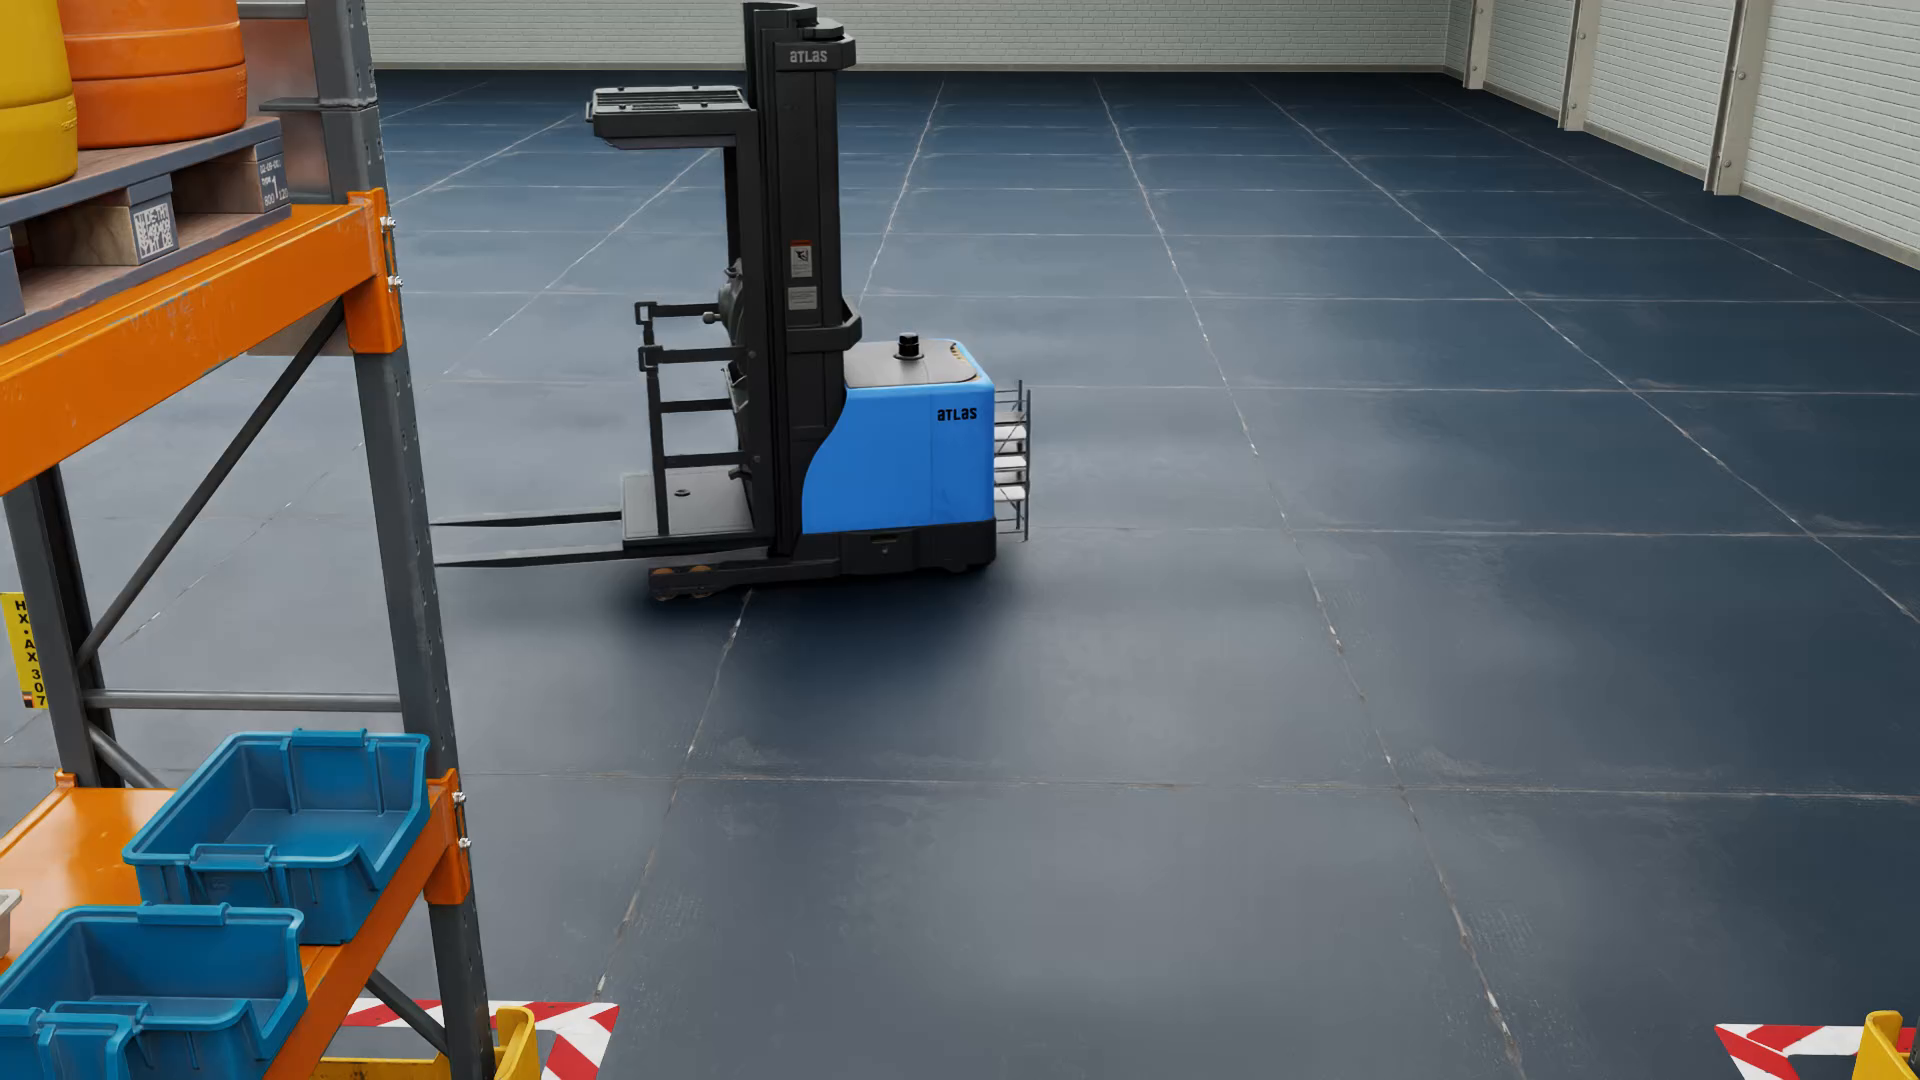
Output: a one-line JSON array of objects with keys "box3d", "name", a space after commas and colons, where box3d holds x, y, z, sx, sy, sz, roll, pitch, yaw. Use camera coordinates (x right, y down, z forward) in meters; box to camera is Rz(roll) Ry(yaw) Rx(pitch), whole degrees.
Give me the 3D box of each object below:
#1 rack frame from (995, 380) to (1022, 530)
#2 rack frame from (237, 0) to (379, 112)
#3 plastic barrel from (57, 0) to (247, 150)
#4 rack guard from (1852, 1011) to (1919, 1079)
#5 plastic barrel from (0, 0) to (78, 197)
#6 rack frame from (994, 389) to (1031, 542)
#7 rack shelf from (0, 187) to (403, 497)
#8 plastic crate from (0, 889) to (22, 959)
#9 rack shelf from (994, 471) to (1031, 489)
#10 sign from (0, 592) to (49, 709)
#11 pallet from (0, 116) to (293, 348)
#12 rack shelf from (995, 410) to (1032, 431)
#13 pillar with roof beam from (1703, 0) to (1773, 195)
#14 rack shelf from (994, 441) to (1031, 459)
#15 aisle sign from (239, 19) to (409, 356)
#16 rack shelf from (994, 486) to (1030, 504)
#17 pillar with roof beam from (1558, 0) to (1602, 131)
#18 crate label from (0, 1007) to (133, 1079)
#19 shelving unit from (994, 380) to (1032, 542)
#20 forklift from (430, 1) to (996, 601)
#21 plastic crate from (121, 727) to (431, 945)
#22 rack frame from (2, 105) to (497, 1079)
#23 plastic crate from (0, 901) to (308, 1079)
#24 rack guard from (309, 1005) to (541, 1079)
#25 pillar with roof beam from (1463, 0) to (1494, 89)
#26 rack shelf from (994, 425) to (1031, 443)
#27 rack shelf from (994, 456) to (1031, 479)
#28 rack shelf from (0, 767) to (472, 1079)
[{"box3d": [0.232, -0.475, 9.509, 0.240, 0.900, 0.006, -4, 22, -11], "name": "rack frame"}, {"box3d": [-1.829, -2.375, 3.209, 1.000, 3.000, 0.127, 1, 21, 2], "name": "rack frame"}, {"box3d": [-1.717, -1.195, 3.142, 0.600, 0.830, 0.708, 1, 21, 2], "name": "plastic barrel"}, {"box3d": [3.122, 1.635, 4.625, 1.175, 0.500, 0.348, 1, 21, 2], "name": "rack guard"}, {"box3d": [-1.737, -0.846, 2.576, 0.600, 0.588, 0.600, 0, 21, 0], "name": "plastic barrel"}, {"box3d": [0.272, -0.403, 9.323, 0.240, 0.900, 0.006, -4, 22, -11], "name": "rack frame"}, {"box3d": [-1.890, 0.082, 2.018, 1.077, 0.370, 4.000, 1, 21, 2], "name": "rack shelf"}, {"box3d": [-2.178, 0.865, 3.517, 0.298, 0.136, 0.250, 1, 21, 2], "name": "plastic crate"}, {"box3d": [0.252, -0.324, 9.461, 0.258, 0.077, 0.200, -4, 22, -11], "name": "rack shelf"}, {"box3d": [-2.379, 0.285, 4.264, 0.100, 0.325, 0.005, 1, 21, 2], "name": "sign"}, {"box3d": [-1.952, -0.590, 3.018, 1.003, 0.211, 1.213, 1, 21, 2], "name": "pallet"}, {"box3d": [0.253, -0.660, 9.331, 0.258, 0.077, 0.200, -4, 22, -11], "name": "rack shelf"}, {"box3d": [5.161, -8.559, 19.147, 9.100, 9.000, 0.400, 1, 21, 2], "name": "pillar with roof beam"}, {"box3d": [0.252, -0.492, 9.396, 0.258, 0.077, 0.200, -4, 22, -11], "name": "rack shelf"}, {"box3d": [-1.530, -0.813, 3.883, 0.394, 0.787, 0.004, 1, 21, 2], "name": "aisle sign"}, {"box3d": [0.252, -0.240, 9.493, 0.258, 0.077, 0.200, -4, 22, -11], "name": "rack shelf"}, {"box3d": [5.343, -10.728, 24.738, 9.100, 9.000, 0.400, 1, 21, 2], "name": "pillar with roof beam"}, {"box3d": [-1.615, 1.074, 2.565, 0.502, 0.435, 0.616, 1, 21, 2], "name": "crate label"}, {"box3d": [0.252, -0.439, 9.416, 0.258, 0.900, 0.210, -4, 22, -11], "name": "shelving unit"}, {"box3d": [-1.373, -1.257, 8.717, 3.031, 2.935, 1.130, -4, 22, -11], "name": "forklift"}, {"box3d": [-1.545, 0.676, 3.846, 0.499, 0.251, 0.616, 1, 21, 2], "name": "plastic crate"}, {"box3d": [-1.829, 0.422, 4.294, 1.000, 3.000, 0.127, 1, 21, 2], "name": "rack frame"}, {"box3d": [-1.571, 0.910, 3.241, 0.499, 0.251, 0.408, 1, 21, 2], "name": "plastic crate"}, {"box3d": [-1.785, 1.615, 4.674, 1.175, 0.500, 0.348, 1, 21, 2], "name": "rack guard"}, {"box3d": [5.526, -12.897, 30.329, 9.100, 9.000, 0.400, 1, 21, 2], "name": "pillar with roof beam"}, {"box3d": [0.253, -0.576, 9.363, 0.258, 0.077, 0.200, -4, 22, -11], "name": "rack shelf"}, {"box3d": [0.252, -0.408, 9.428, 0.258, 0.077, 0.200, -4, 22, -11], "name": "rack shelf"}, {"box3d": [-1.890, 1.481, 2.561, 1.077, 0.370, 4.000, 1, 21, 2], "name": "rack shelf"}]
